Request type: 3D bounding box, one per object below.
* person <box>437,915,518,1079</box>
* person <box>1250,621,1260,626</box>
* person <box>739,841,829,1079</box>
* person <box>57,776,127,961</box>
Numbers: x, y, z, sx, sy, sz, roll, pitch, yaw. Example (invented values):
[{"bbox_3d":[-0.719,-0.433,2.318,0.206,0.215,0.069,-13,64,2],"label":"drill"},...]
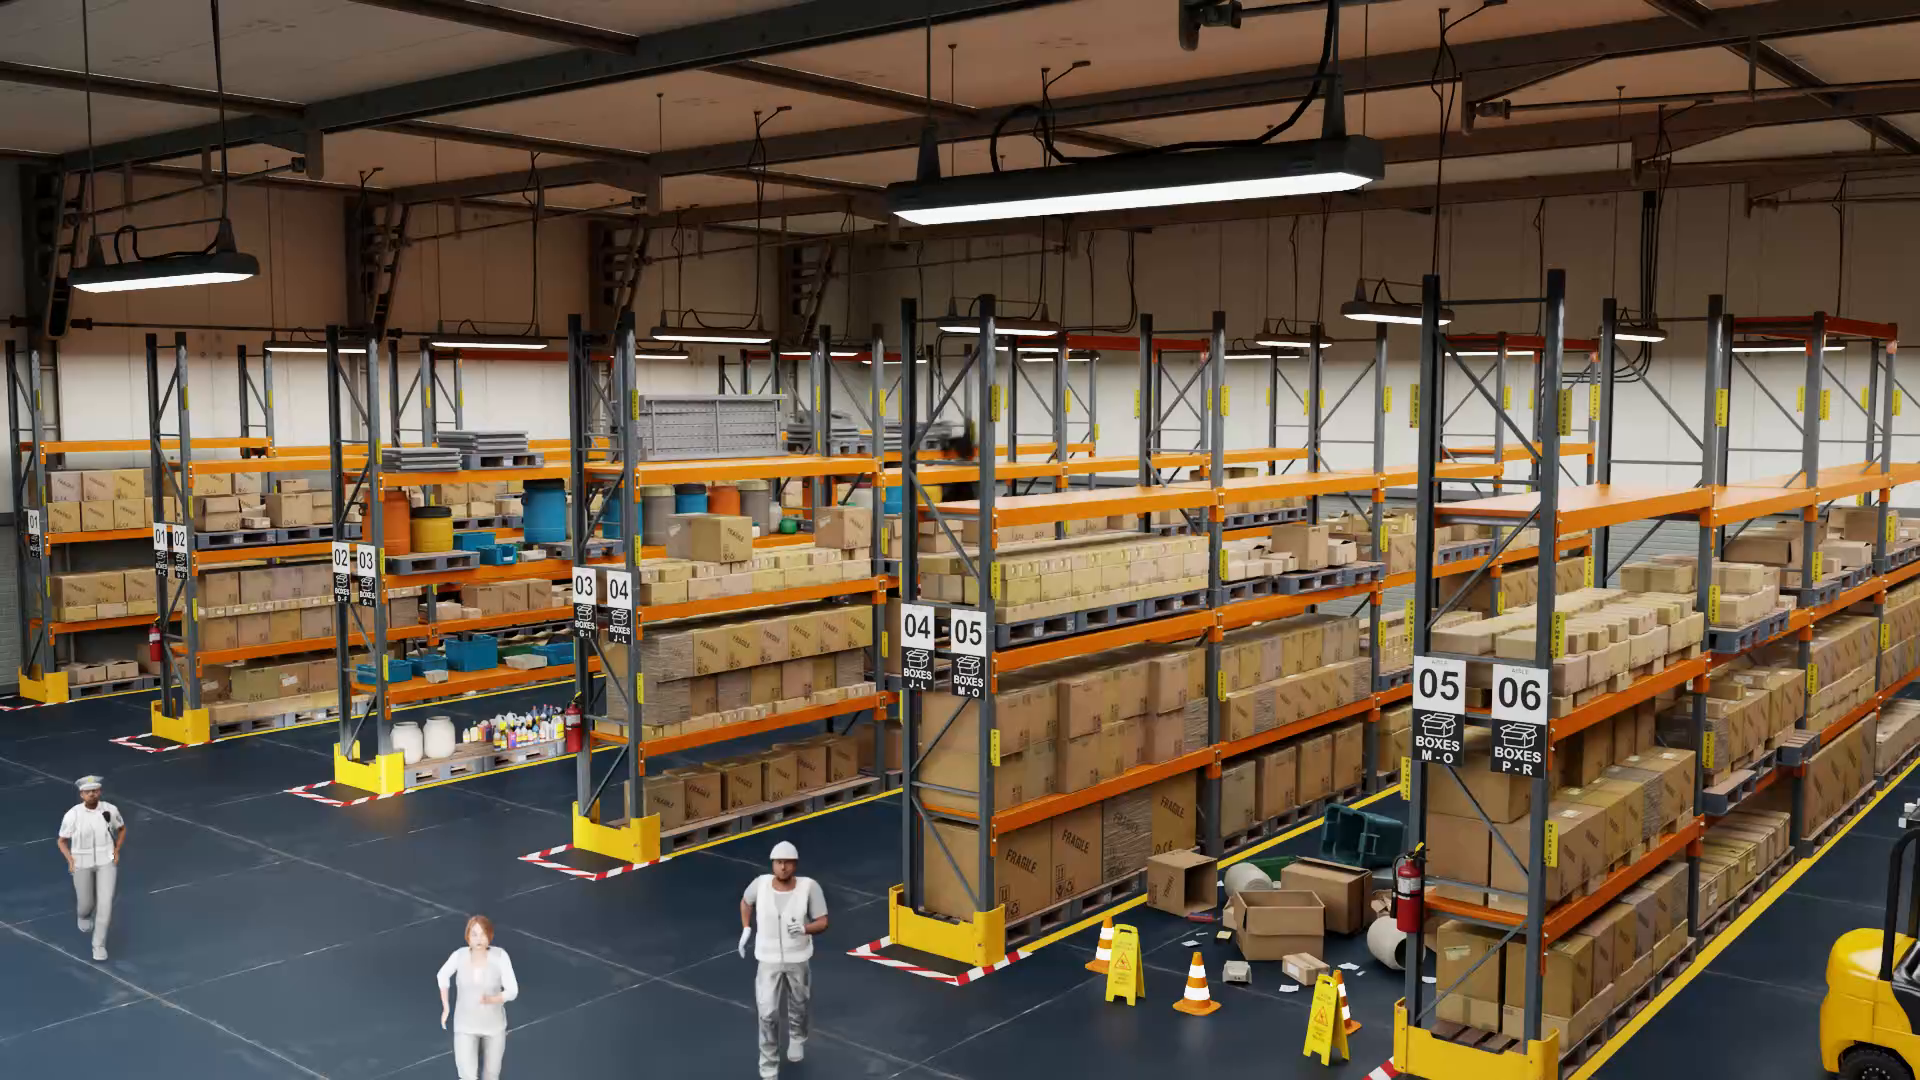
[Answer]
[{"bbox_3d":[-3.266,3.349,11.294,0.507,1.646,0.728,-2,5,-20],"label":"person"},{"bbox_3d":[4.367,2.074,24.669,0.696,1.737,0.624,4,6,35],"label":"person"},{"bbox_3d":[-1.313,3.148,12.405,0.673,1.832,0.859,0,5,-4],"label":"person"},{"bbox_3d":[-7.964,2.972,15.300,0.578,1.670,0.669,-3,6,-33],"label":"person"}]
